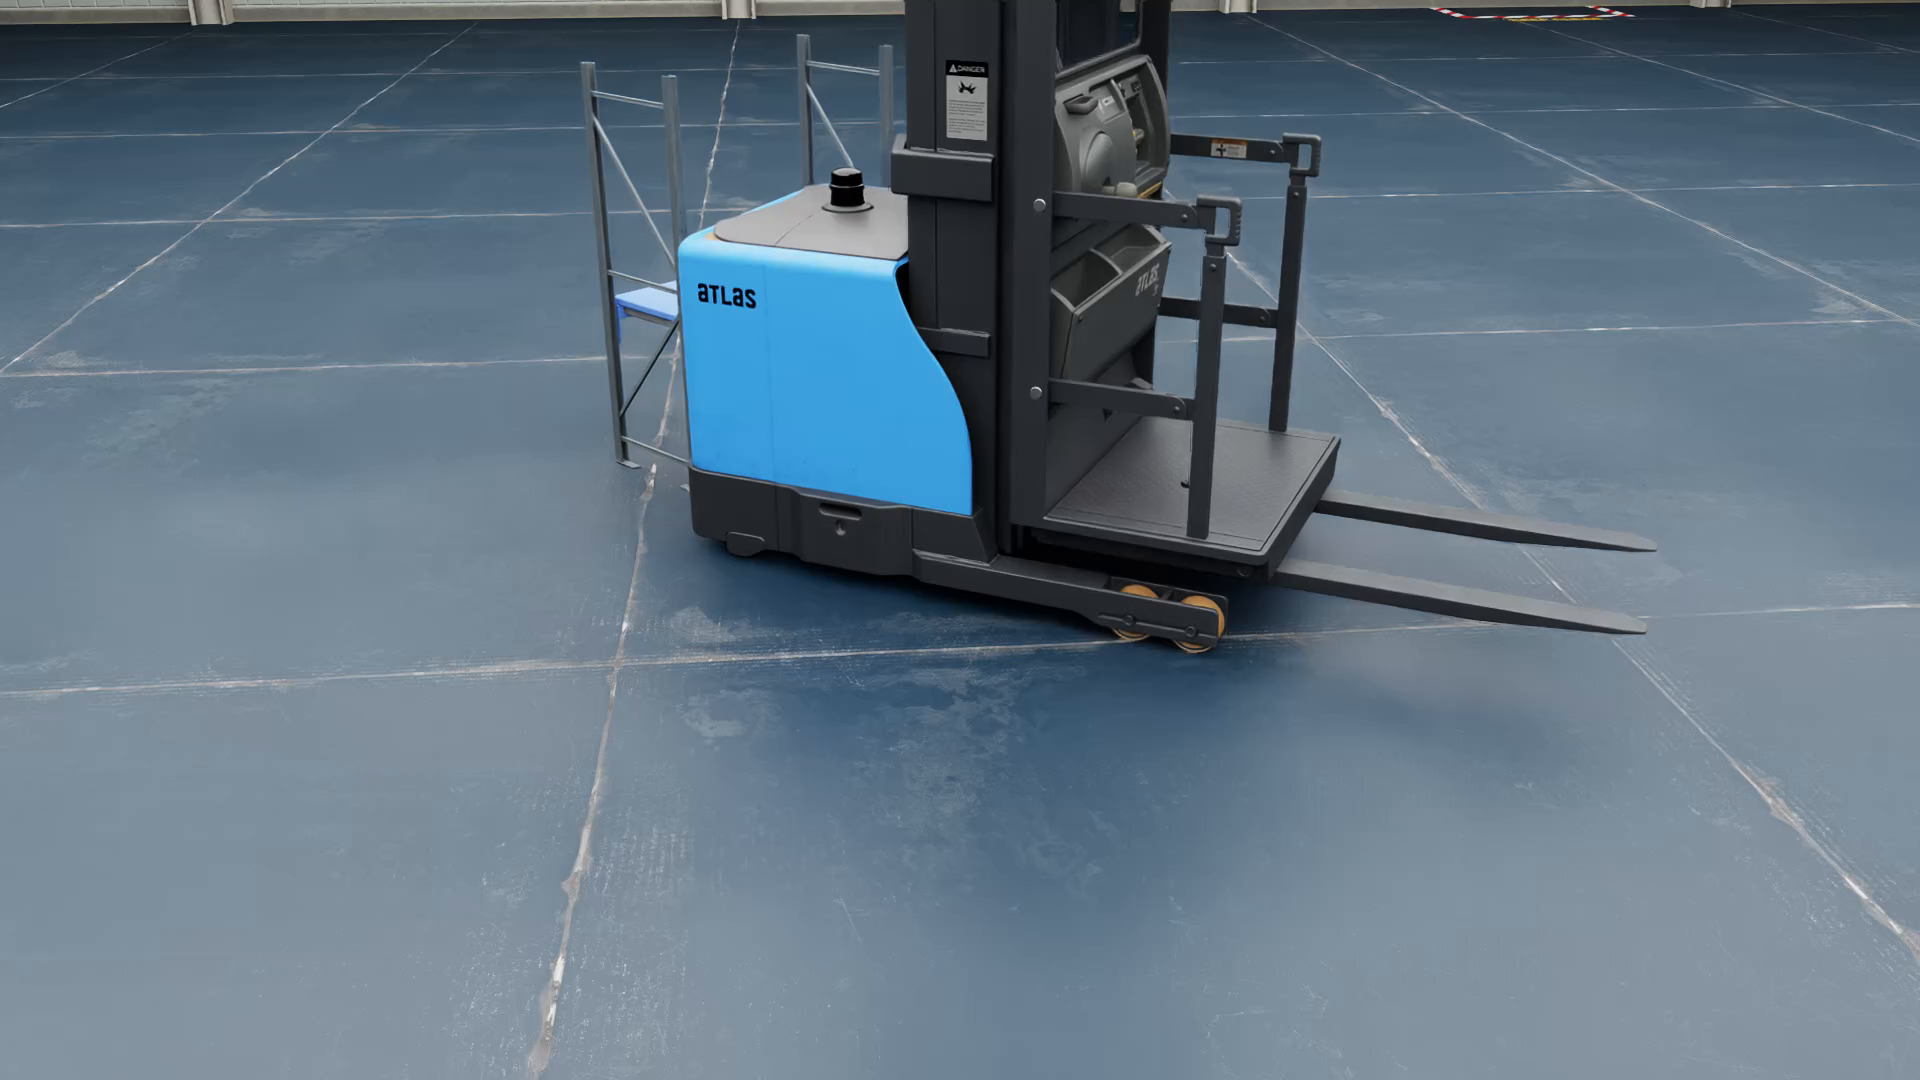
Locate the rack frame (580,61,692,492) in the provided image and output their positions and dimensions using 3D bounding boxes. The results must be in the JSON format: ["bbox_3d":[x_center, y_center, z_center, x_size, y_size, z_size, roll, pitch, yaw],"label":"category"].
[{"bbox_3d":[-1.135,-0.921,5.975,0.500,1.500,0.032,21,31,38],"label":"rack frame"}]

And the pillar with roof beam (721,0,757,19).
[{"bbox_3d":[13.065,-5.624,7.324,29.331,9.000,26.411,-2,24,-5],"label":"pillar with roof beam"}]

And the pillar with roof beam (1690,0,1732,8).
[{"bbox_3d":[9.761,-9.024,14.974,0.400,9.000,9.100,-2,24,-5],"label":"pillar with roof beam"}]

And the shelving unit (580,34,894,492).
[{"bbox_3d":[-0.790,-1.073,6.317,0.538,1.500,1.048,21,31,38],"label":"shelving unit"}]

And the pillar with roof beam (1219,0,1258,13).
[{"bbox_3d":[3.790,-8.785,14.435,0.400,9.000,9.100,-2,24,-5],"label":"pillar with roof beam"}]

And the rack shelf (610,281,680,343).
[{"bbox_3d":[-0.790,-0.908,6.390,0.538,0.185,1.000,21,31,38],"label":"rack shelf"}]

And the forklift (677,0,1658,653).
[{"bbox_3d":[0.651,-1.247,4.946,3.031,2.935,1.130,10,26,21],"label":"forklift"}]

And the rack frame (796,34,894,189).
[{"bbox_3d":[-0.446,-1.225,6.658,0.500,1.500,0.032,21,31,38],"label":"rack frame"}]
